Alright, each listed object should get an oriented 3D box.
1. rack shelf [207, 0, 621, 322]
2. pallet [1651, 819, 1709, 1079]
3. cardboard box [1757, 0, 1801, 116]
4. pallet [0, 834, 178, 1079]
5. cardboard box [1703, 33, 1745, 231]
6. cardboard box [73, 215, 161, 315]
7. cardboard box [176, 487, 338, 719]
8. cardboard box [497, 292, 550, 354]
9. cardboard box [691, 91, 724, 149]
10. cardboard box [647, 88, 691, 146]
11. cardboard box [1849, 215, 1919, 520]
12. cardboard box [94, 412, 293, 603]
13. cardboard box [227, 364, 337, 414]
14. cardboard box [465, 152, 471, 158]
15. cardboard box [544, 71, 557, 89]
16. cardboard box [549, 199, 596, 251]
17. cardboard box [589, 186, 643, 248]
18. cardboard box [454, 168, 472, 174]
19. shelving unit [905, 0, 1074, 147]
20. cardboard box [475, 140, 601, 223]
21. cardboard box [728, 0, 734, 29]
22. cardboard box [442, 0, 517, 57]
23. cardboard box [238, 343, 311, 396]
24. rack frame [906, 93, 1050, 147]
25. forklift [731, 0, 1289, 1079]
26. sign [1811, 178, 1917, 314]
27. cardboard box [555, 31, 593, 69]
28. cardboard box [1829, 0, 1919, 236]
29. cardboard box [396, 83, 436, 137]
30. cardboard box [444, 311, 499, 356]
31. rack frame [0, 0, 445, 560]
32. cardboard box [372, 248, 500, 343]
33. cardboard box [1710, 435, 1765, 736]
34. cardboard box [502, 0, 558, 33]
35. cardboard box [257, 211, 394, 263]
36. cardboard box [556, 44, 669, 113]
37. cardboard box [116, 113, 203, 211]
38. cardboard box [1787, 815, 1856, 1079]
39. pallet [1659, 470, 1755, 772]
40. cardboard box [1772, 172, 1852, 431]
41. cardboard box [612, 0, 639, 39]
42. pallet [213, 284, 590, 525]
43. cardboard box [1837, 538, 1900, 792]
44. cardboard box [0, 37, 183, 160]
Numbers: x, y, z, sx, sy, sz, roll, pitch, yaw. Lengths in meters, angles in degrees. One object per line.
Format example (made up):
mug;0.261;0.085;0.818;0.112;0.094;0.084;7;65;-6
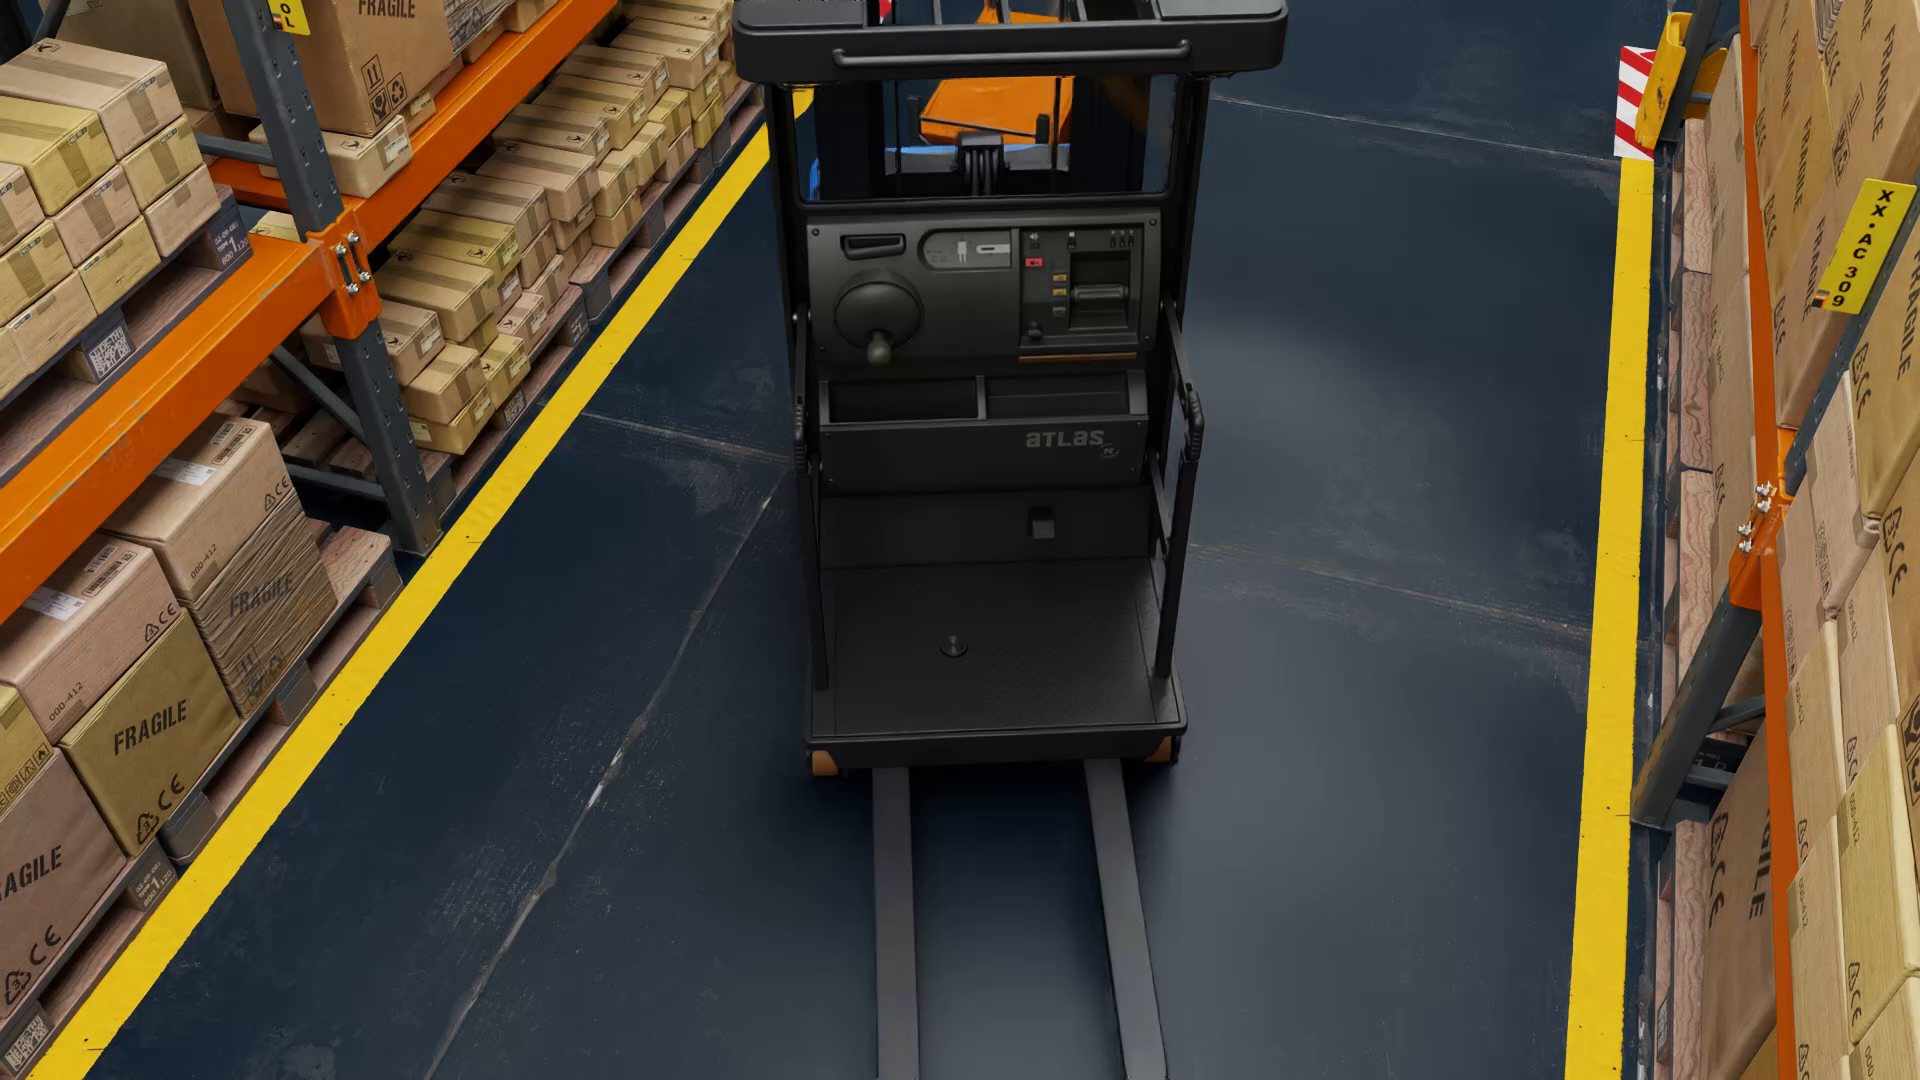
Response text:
rack shelf;-1.677;-2.229;6.398;1.077;0.370;4.000;13;46;13
pallet;2.304;1.355;4.214;1.003;0.211;1.213;13;46;13
cardboard box;2.824;-1.599;5.168;0.500;0.500;0.500;14;46;14
pallet;-2.885;1.179;4.395;1.003;0.211;1.213;13;46;13
cardboard box;3.572;-1.611;6.784;0.875;0.438;0.875;11;45;11
cardboard box;-2.292;-0.733;4.234;0.380;0.149;0.250;13;46;13
cardboard box;-2.267;0.137;4.952;0.500;0.500;0.500;12;46;12
cardboard box;-1.760;-0.813;6.174;0.380;0.149;0.250;12;46;12
cardboard box;-1.255;-1.854;7.238;0.380;0.149;0.250;11;45;11
cardboard box;-1.355;-1.783;6.953;0.380;0.149;0.250;15;46;15
cardboard box;2.058;-0.333;3.159;0.500;0.500;0.500;13;46;13
cardboard box;-2.267;-0.128;4.687;0.500;0.250;0.500;11;46;11
cardboard box;-2.489;-0.618;5.975;0.380;0.149;0.250;13;46;13
cardboard box;-2.098;-1.674;6.629;0.380;0.149;0.250;11;45;11
cardboard box;-1.815;-1.875;7.047;0.380;0.149;0.250;15;46;15
cardboard box;-1.647;-1.280;6.439;0.380;0.149;0.250;15;46;14
cardboard box;-1.512;-1.332;6.705;0.380;0.149;0.250;11;46;11
cardboard box;-2.128;-1.354;6.514;0.380;0.149;0.250;14;46;13
shelving unit;0.202;-1.415;6.392;0.538;1.125;1.048;12;46;12
cardboard box;-1.599;-1.364;6.312;0.380;0.149;0.250;13;46;13
cardboard box;-1.078;-2.402;7.372;0.380;0.149;0.250;12;46;12
cardboard box;-1.750;-1.903;5.266;0.500;0.500;0.500;13;46;12
cardboard box;-2.490;-0.668;5.813;0.380;0.149;0.250;13;46;13
rack frame;0.059;-1.074;6.043;0.500;1.125;0.032;12;46;12
forklift;0.080;-0.576;4.243;1.130;2.935;3.031;-2;44;-2
sign;1.936;-0.626;3.570;0.100;0.325;0.005;13;46;13
cardboard box;-1.810;-2.170;7.136;0.380;0.149;0.250;14;46;14
cardboard box;2.345;-0.938;3.778;0.500;0.500;0.500;12;46;12
cardboard box;-1.878;-1.371;5.186;0.380;0.149;0.250;14;46;14
cardboard box;-1.877;-0.752;5.899;0.380;0.149;0.250;13;46;13
rack frame;-2.283;-1.153;4.784;1.000;3.000;0.127;13;46;13
cardboard box;-1.841;-0.854;5.790;0.380;0.149;0.250;15;46;14
cardboard box;2.758;0.198;4.935;0.875;0.438;0.875;12;46;12
cardboard box;-1.620;-1.894;5.720;0.380;0.149;0.250;13;46;13
cardboard box;-2.315;-1.135;6.078;0.380;0.149;0.250;12;46;12
cardboard box;-1.431;-1.899;6.859;0.380;0.149;0.250;11;45;11
cardboard box;-2.215;-1.013;4.307;0.380;0.149;0.250;14;46;14
cardboard box;1.755;0.802;2.892;0.500;0.250;0.500;12;46;12
pallet;2.770;0.334;5.257;1.003;0.211;1.213;13;46;13
cardboard box;2.362;-0.571;4.117;0.500;0.500;0.500;13;46;13
cardboard box;-1.601;-2.409;7.593;0.380;0.149;0.250;13;46;13
pallet;-2.113;-0.612;6.224;1.003;0.211;1.213;13;46;13
cardboard box;1.932;0.290;3.059;0.500;0.250;0.500;13;46;13
cardboard box;-2.218;-1.117;4.201;0.380;0.149;0.250;15;46;14
